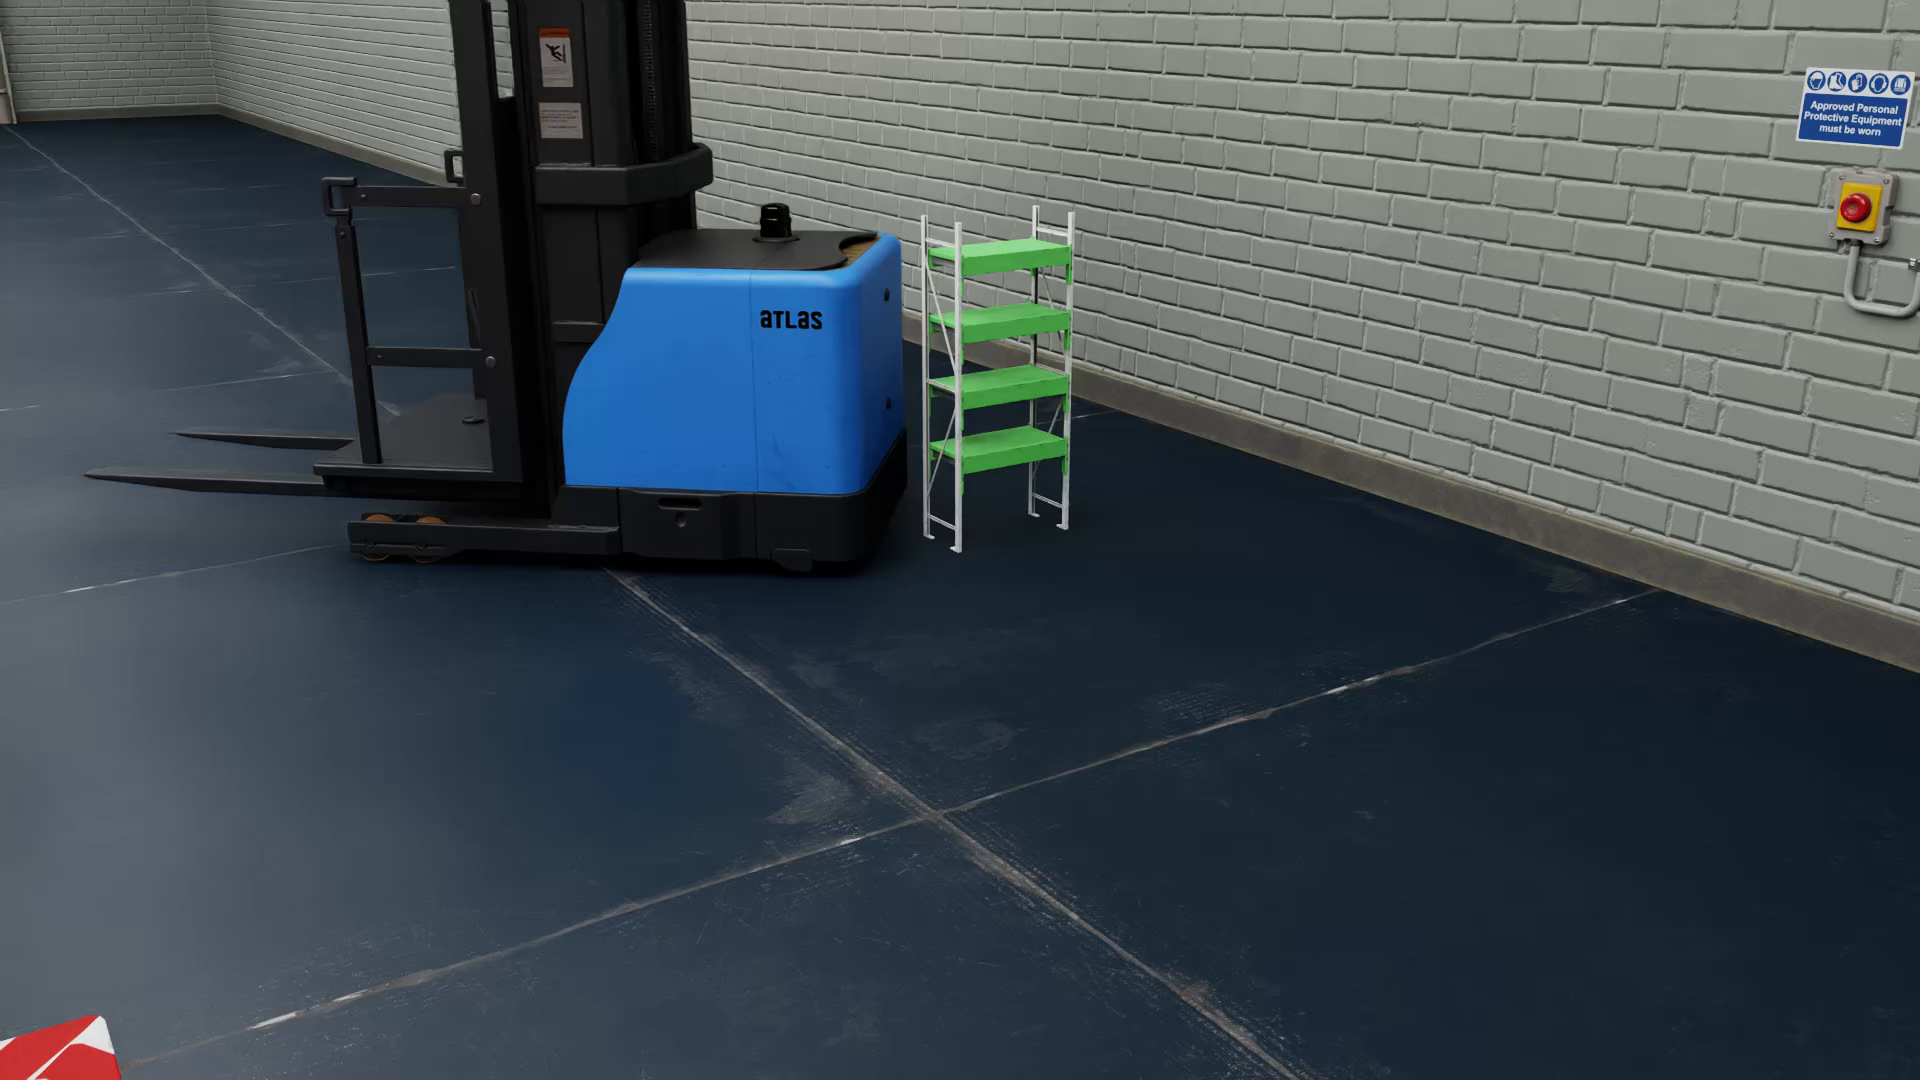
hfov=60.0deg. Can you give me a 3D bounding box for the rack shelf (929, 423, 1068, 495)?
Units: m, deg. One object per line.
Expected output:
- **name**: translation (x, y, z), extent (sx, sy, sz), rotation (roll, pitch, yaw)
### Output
- **rack shelf**: translation (0.138, -0.310, 6.236), extent (0.480, 0.148, 0.258), rotation (-12, 22, -31)

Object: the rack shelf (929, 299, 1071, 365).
- **rack shelf**: translation (0.138, -0.764, 6.082), extent (0.480, 0.148, 0.258), rotation (-12, 22, -31)

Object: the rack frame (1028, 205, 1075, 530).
- **rack frame**: translation (0.342, -0.641, 6.266), extent (0.015, 1.200, 0.240), rotation (-12, 22, -31)

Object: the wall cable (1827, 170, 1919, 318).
- **wall cable**: translation (2.629, -1.629, 4.743), extent (0.123, 1.953, 0.585), rotation (-12, 22, -31)

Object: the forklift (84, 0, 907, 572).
- **forklift**: translation (-1.769, -1.468, 6.010), extent (3.031, 2.935, 1.130), rotation (2, 19, 7)

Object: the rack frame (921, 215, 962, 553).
- **rack frame**: translation (-0.066, -0.555, 6.012), extent (0.015, 1.200, 0.240), rotation (-12, 22, -31)

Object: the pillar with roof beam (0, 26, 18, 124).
- **pillar with roof beam**: translation (-11.544, -9.156, 19.277), extent (0.400, 9.000, 9.100), rotation (-12, 22, -31)

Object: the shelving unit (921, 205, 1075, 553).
- **shelving unit**: translation (0.138, -0.598, 6.139), extent (0.503, 1.200, 0.258), rotation (-12, 22, -31)

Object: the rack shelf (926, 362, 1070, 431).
- **rack shelf**: translation (0.138, -0.537, 6.159), extent (0.480, 0.148, 0.258), rotation (-12, 22, -31)

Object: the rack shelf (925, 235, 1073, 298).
- **rack shelf**: translation (0.138, -0.992, 6.006), extent (0.480, 0.148, 0.258), rotation (-12, 22, -31)

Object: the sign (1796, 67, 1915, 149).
- **sign**: translation (2.653, -1.284, 4.938), extent (0.001, 0.218, 0.327), rotation (-12, 22, -31)
